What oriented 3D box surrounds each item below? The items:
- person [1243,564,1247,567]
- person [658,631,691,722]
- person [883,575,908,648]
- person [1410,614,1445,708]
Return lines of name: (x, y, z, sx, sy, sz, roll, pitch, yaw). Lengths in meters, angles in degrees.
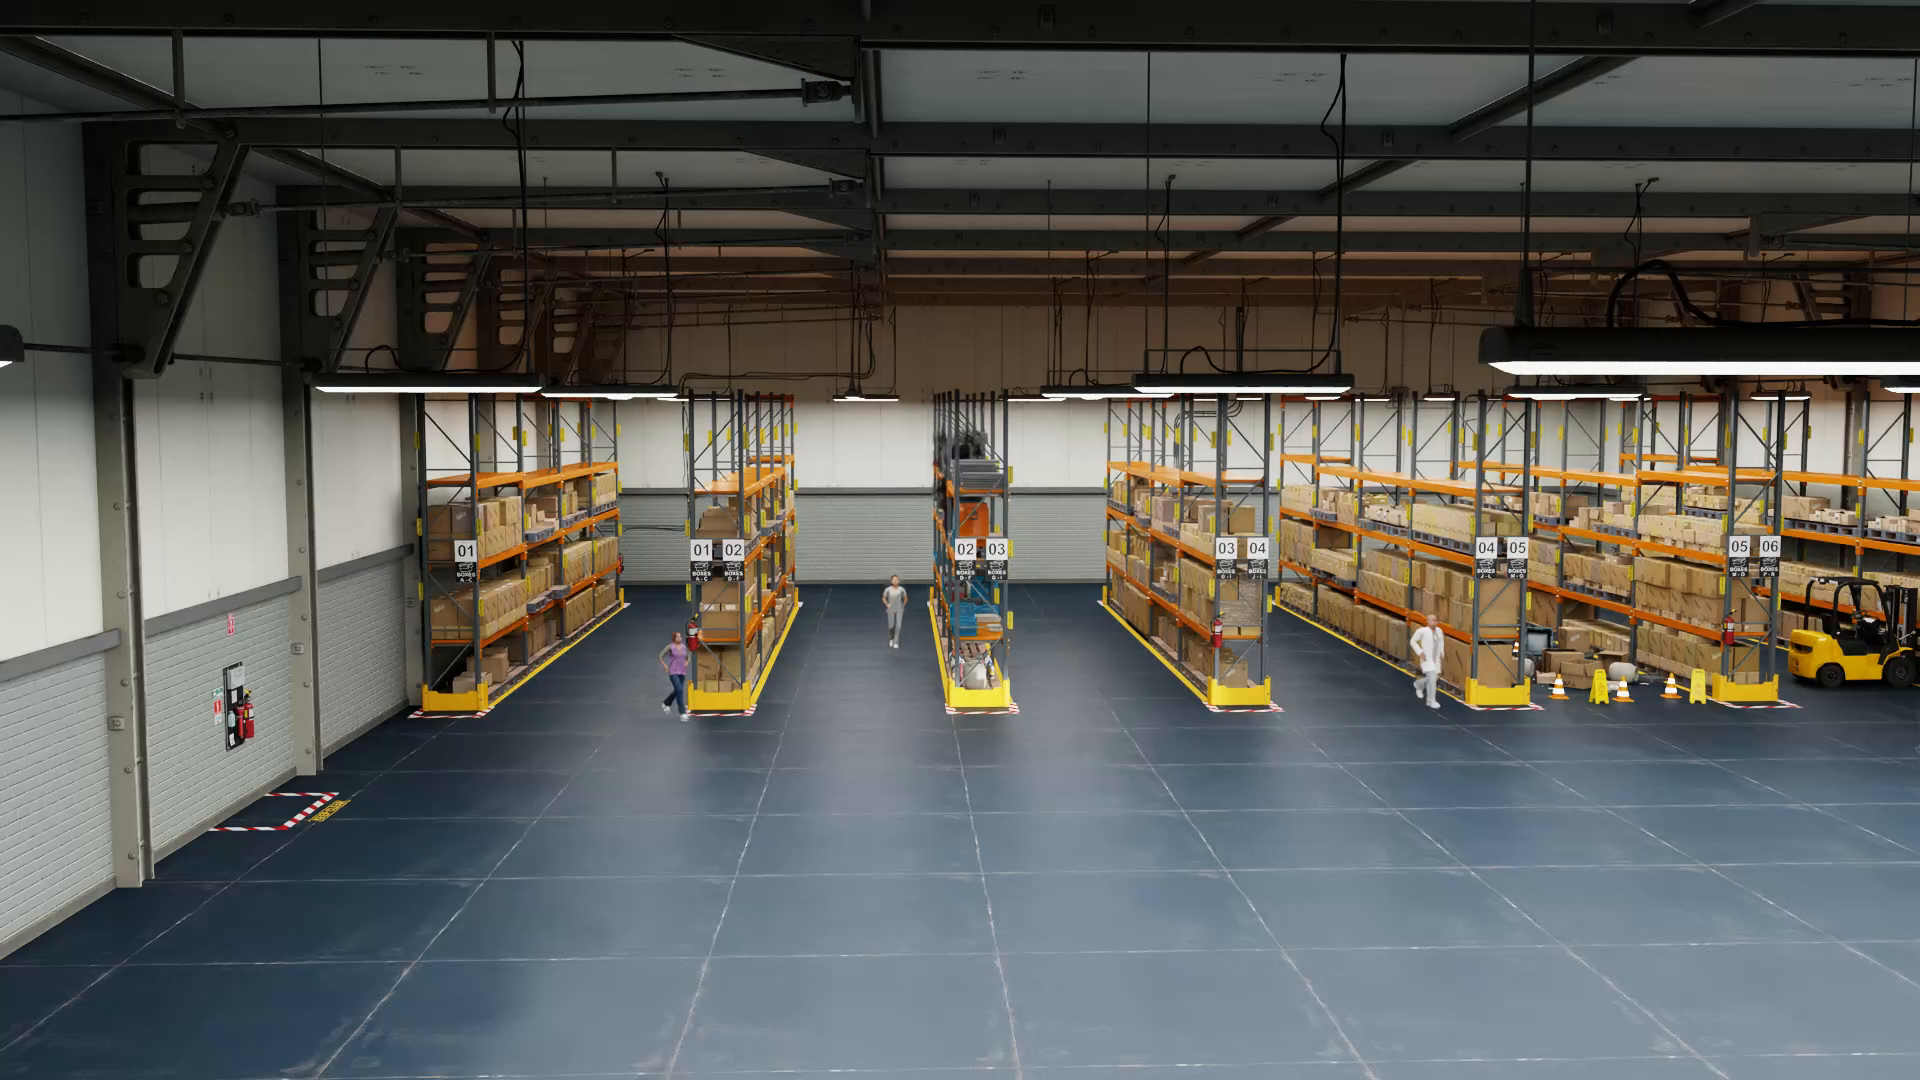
person: (7.925, 1.177, 44.948, 0.662, 1.820, 0.796, 1, 5, 8)
person: (-5.154, 2.466, 30.307, 0.805, 1.593, 0.573, 4, 6, 40)
person: (-1.434, 1.594, 37.066, 0.561, 1.630, 0.541, -1, 5, -7)
person: (8.908, 2.280, 31.713, 0.725, 1.753, 0.835, -2, 5, -23)
